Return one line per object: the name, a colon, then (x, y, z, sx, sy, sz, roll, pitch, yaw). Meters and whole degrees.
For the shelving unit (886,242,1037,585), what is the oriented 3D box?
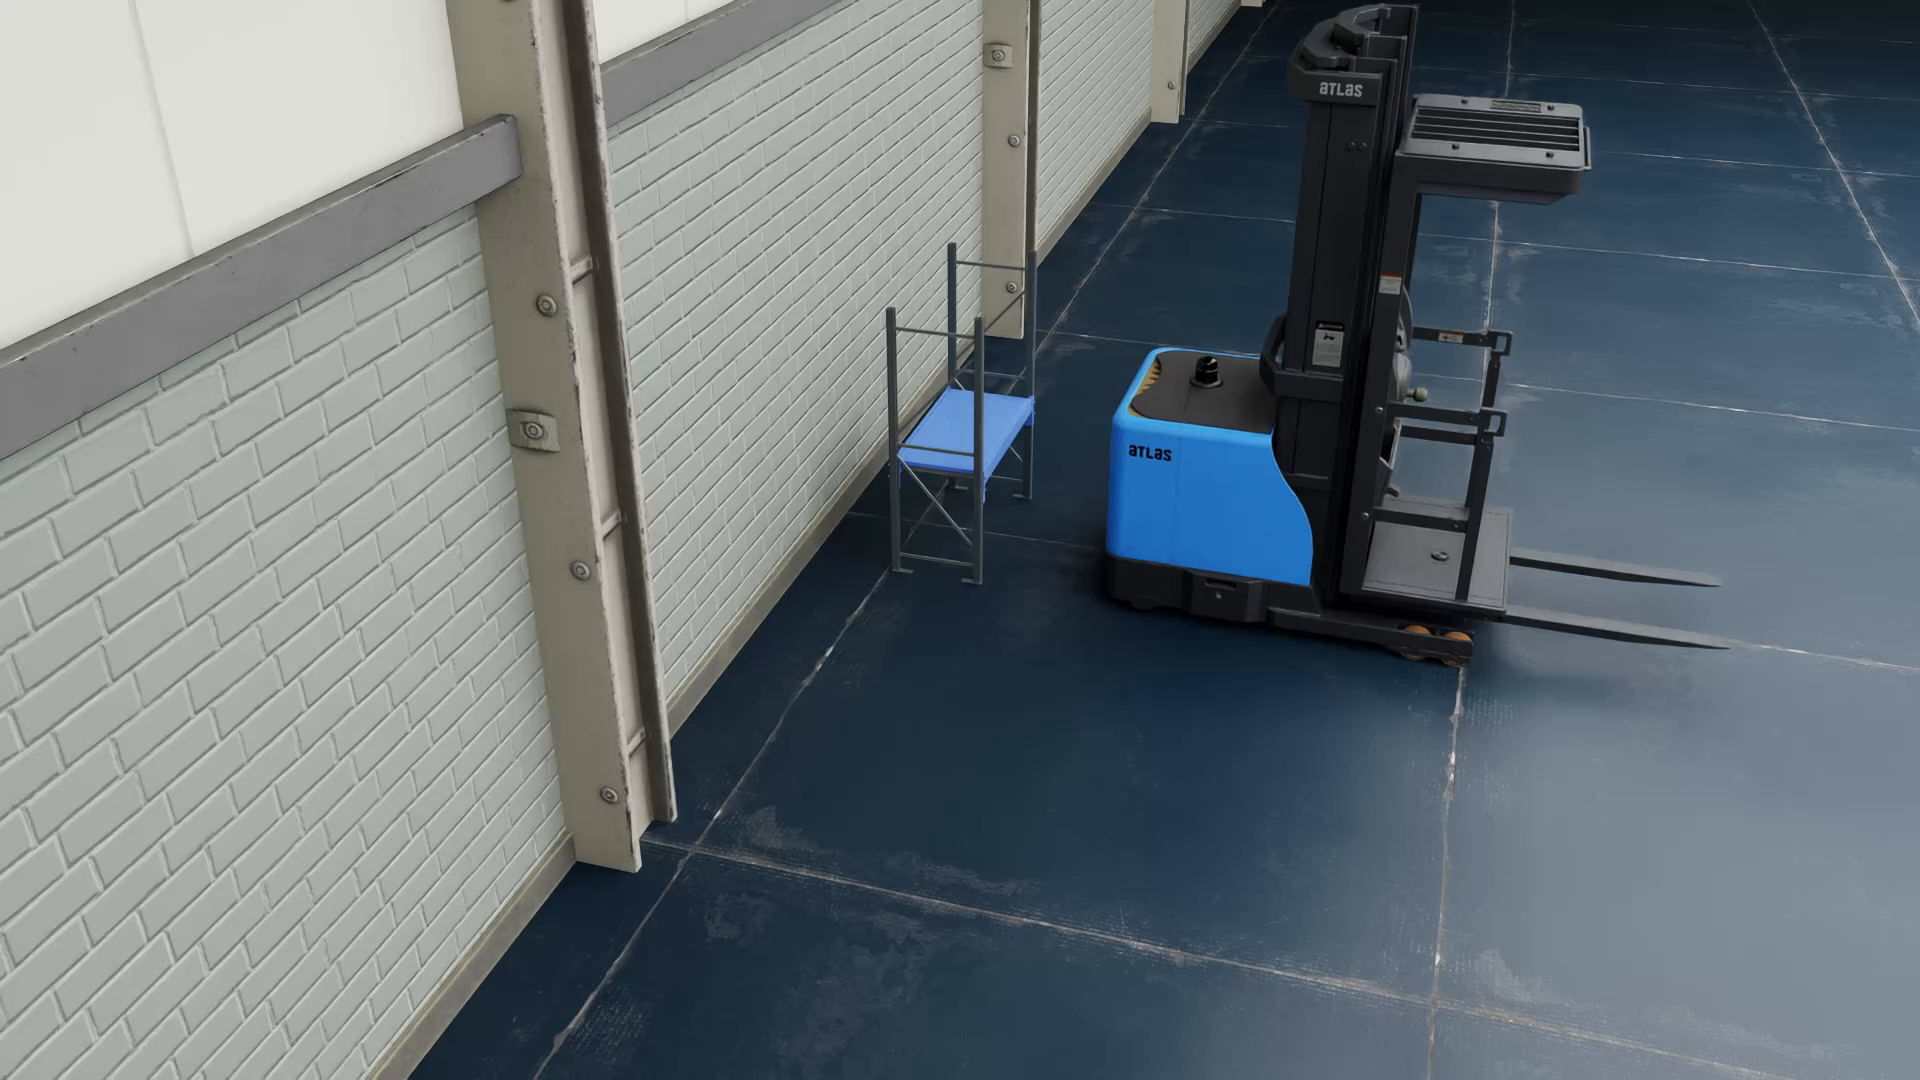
shelving unit: (0.025, -0.695, 8.957, 0.538, 1.500, 1.048, 8, 30, 15)

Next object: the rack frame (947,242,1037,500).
rack frame: (0.174, -0.931, 9.381, 0.500, 1.500, 0.032, 8, 30, 15)

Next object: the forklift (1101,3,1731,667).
forklift: (2.309, -0.952, 7.947, 3.031, 2.935, 1.130, 9, 30, 15)

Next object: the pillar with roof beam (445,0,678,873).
pillar with roof beam: (2.701, -2.070, 3.714, 9.100, 9.000, 0.400, 8, 30, 15)

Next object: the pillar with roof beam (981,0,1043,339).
pillar with roof beam: (4.463, -4.858, 8.726, 9.100, 9.000, 0.400, 8, 30, 15)

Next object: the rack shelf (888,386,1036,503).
rack shelf: (0.025, -0.538, 9.044, 0.538, 0.185, 1.000, 8, 30, 15)

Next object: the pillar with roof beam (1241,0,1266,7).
pillar with roof beam: (7.985, -10.435, 18.751, 9.100, 9.000, 0.400, 8, 30, 15)

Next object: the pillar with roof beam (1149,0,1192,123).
pillar with roof beam: (6.224, -7.646, 13.739, 9.100, 9.000, 0.400, 8, 30, 15)

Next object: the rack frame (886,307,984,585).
rack frame: (-0.124, -0.459, 8.532, 0.500, 1.500, 0.032, 8, 30, 15)
